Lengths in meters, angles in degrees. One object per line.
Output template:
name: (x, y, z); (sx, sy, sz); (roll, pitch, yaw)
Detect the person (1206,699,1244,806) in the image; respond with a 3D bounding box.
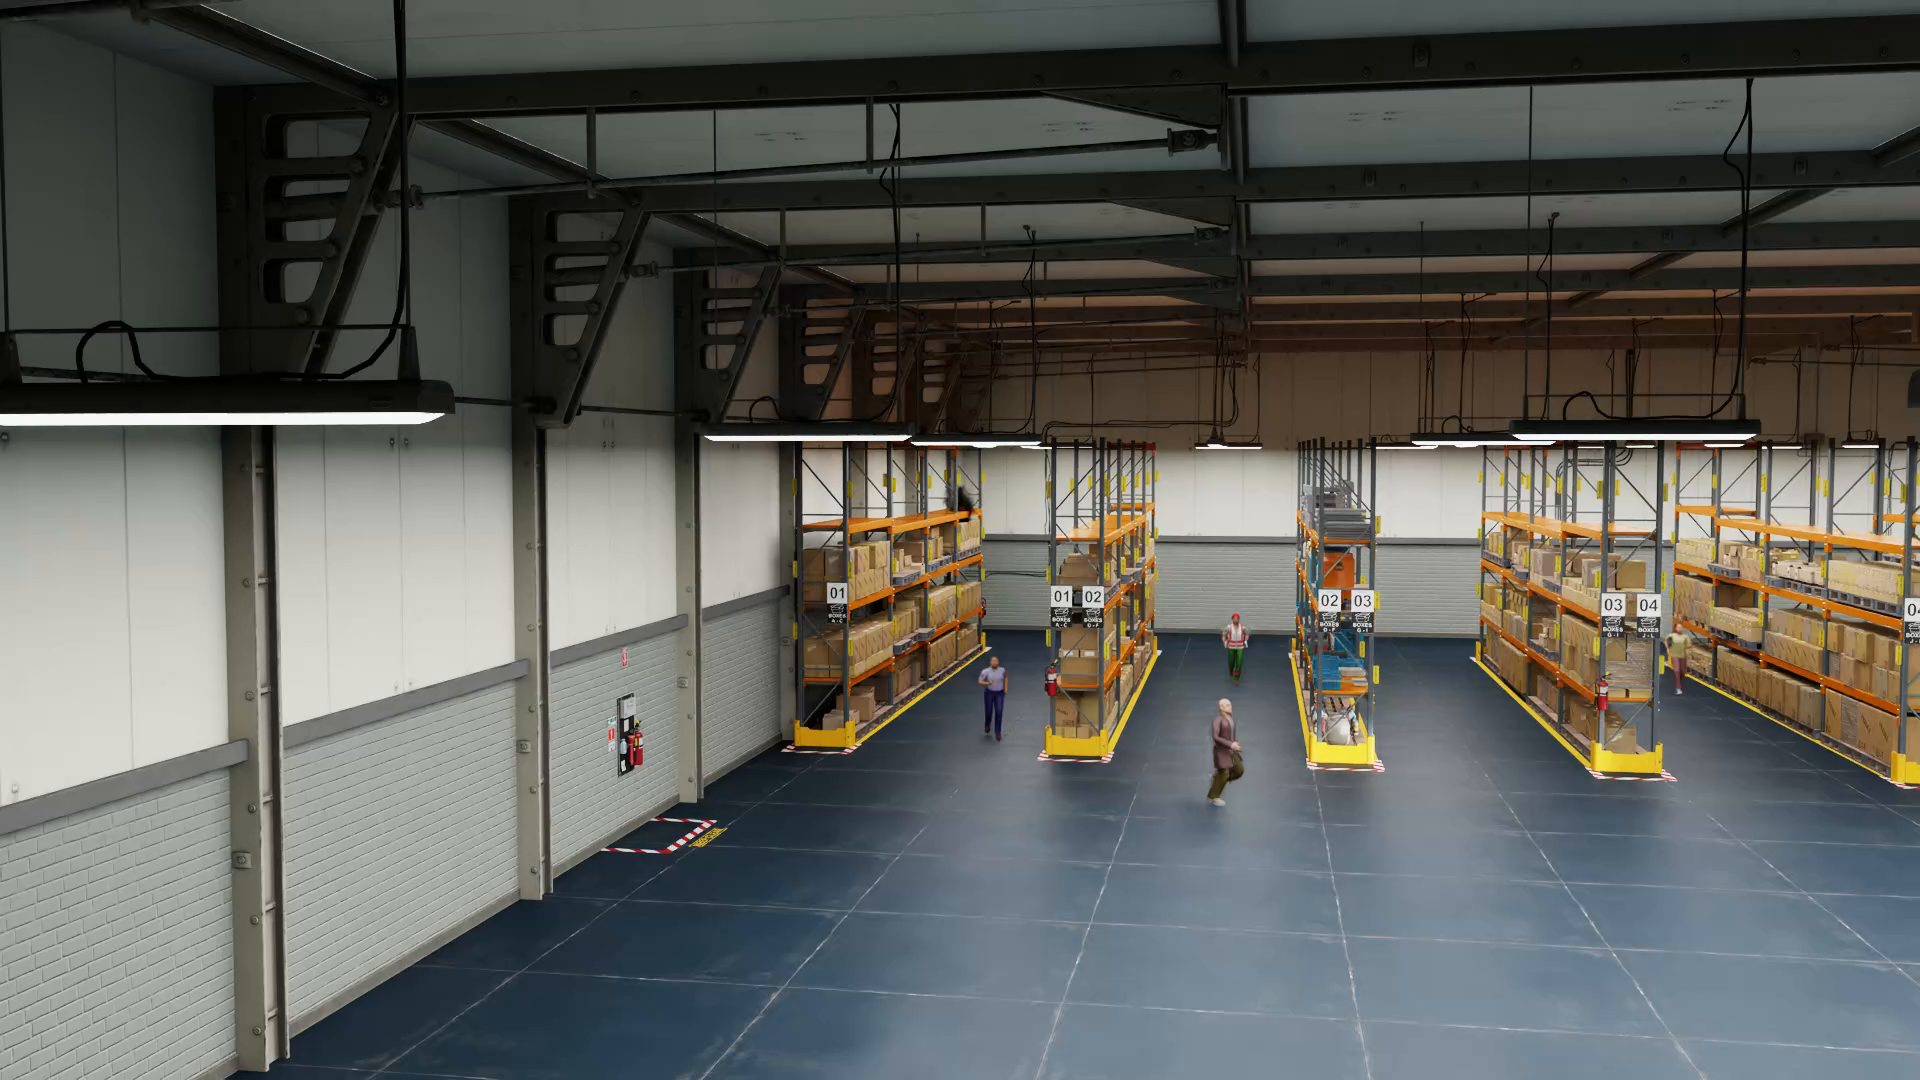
person: (4.325, 3.438, 26.941); (0.698, 1.732, 0.740); (3, 4, 43)

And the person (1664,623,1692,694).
person: (17.044, 2.781, 39.436); (0.579, 1.650, 0.966); (1, 3, 11)

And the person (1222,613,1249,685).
person: (6.821, 2.677, 41.094); (0.667, 1.749, 0.745); (0, 3, 3)

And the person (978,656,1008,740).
person: (0.673, 3.122, 33.223); (0.637, 1.638, 0.907); (0, 3, -9)
